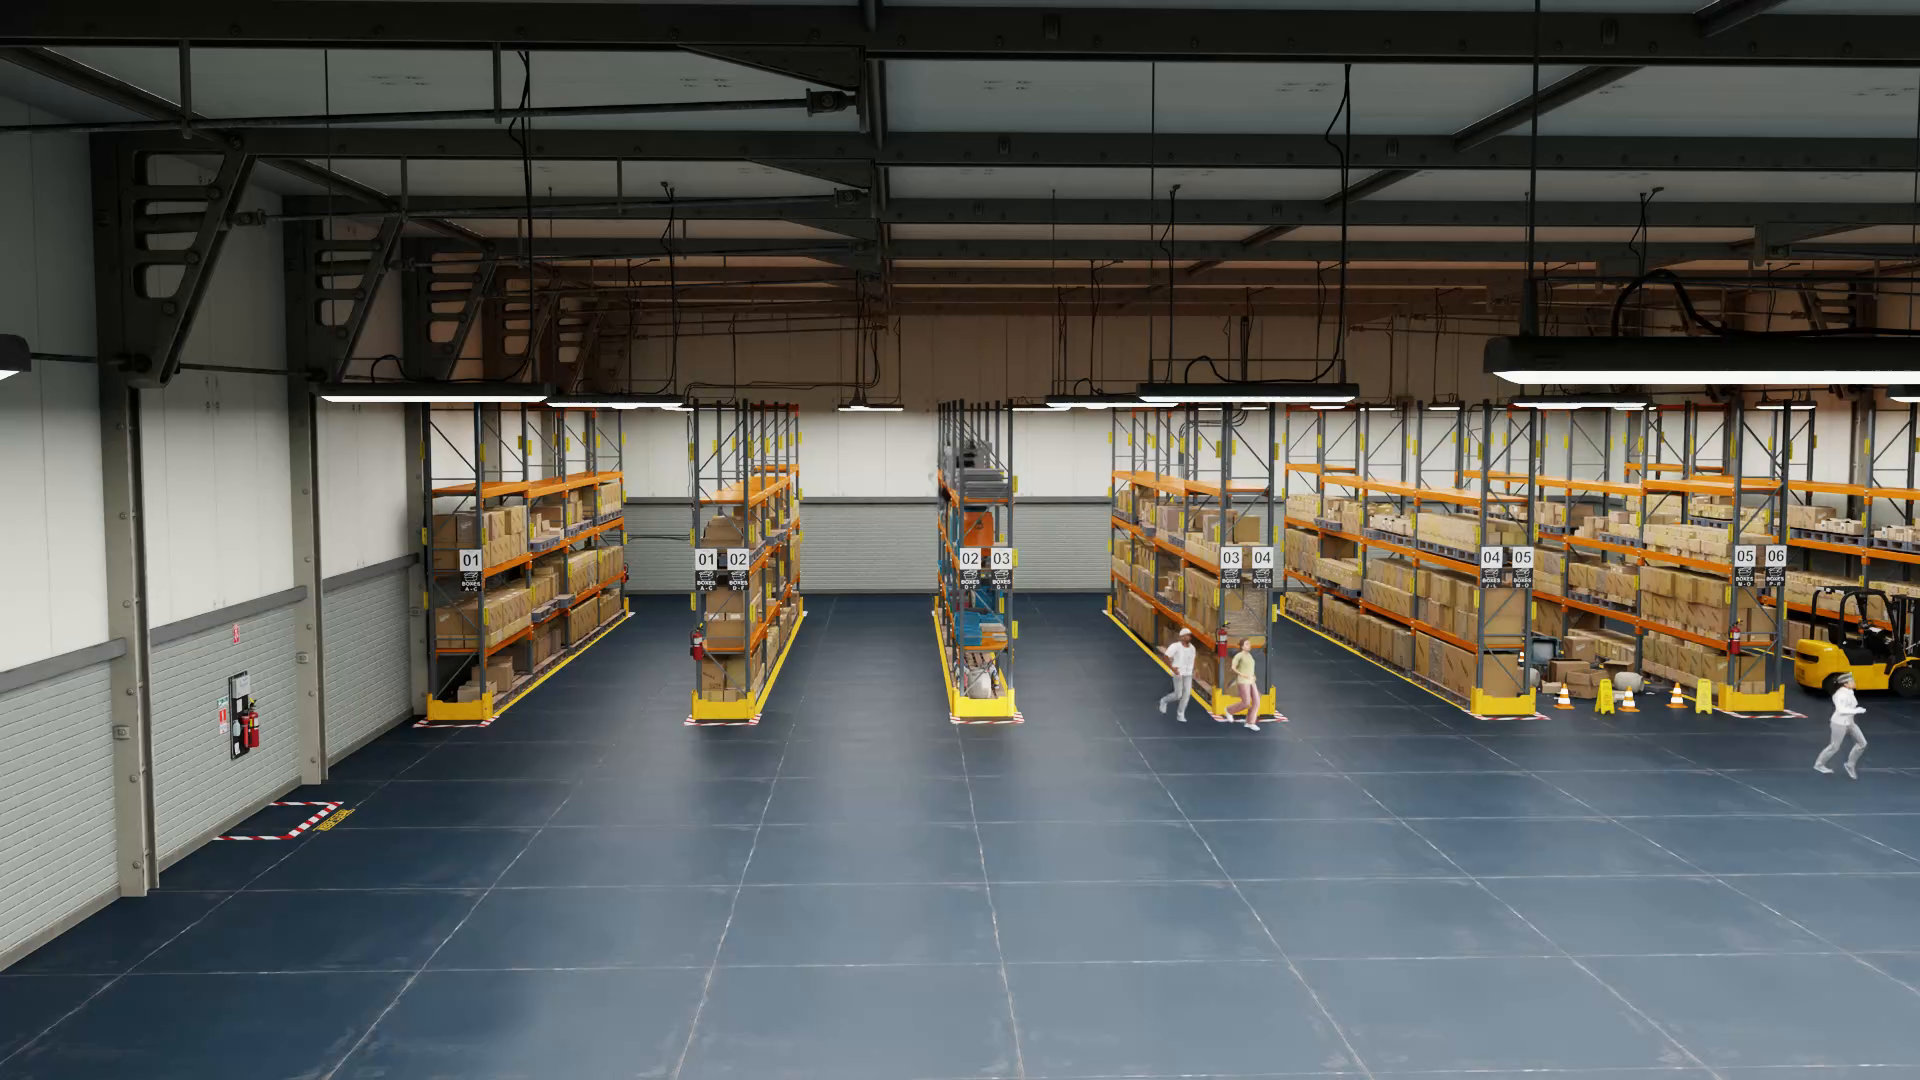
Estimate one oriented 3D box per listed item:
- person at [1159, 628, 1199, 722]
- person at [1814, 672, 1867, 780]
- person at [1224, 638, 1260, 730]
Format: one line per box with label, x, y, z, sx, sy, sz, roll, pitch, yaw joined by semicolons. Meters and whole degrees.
person;4.173;2.508;31.121;0.749;1.710;0.782;-2;5;-28
person;13.821;2.908;26.099;0.594;1.714;0.752;-4;6;-42
person;5.161;2.613;30.289;0.706;1.654;0.591;4;6;44
